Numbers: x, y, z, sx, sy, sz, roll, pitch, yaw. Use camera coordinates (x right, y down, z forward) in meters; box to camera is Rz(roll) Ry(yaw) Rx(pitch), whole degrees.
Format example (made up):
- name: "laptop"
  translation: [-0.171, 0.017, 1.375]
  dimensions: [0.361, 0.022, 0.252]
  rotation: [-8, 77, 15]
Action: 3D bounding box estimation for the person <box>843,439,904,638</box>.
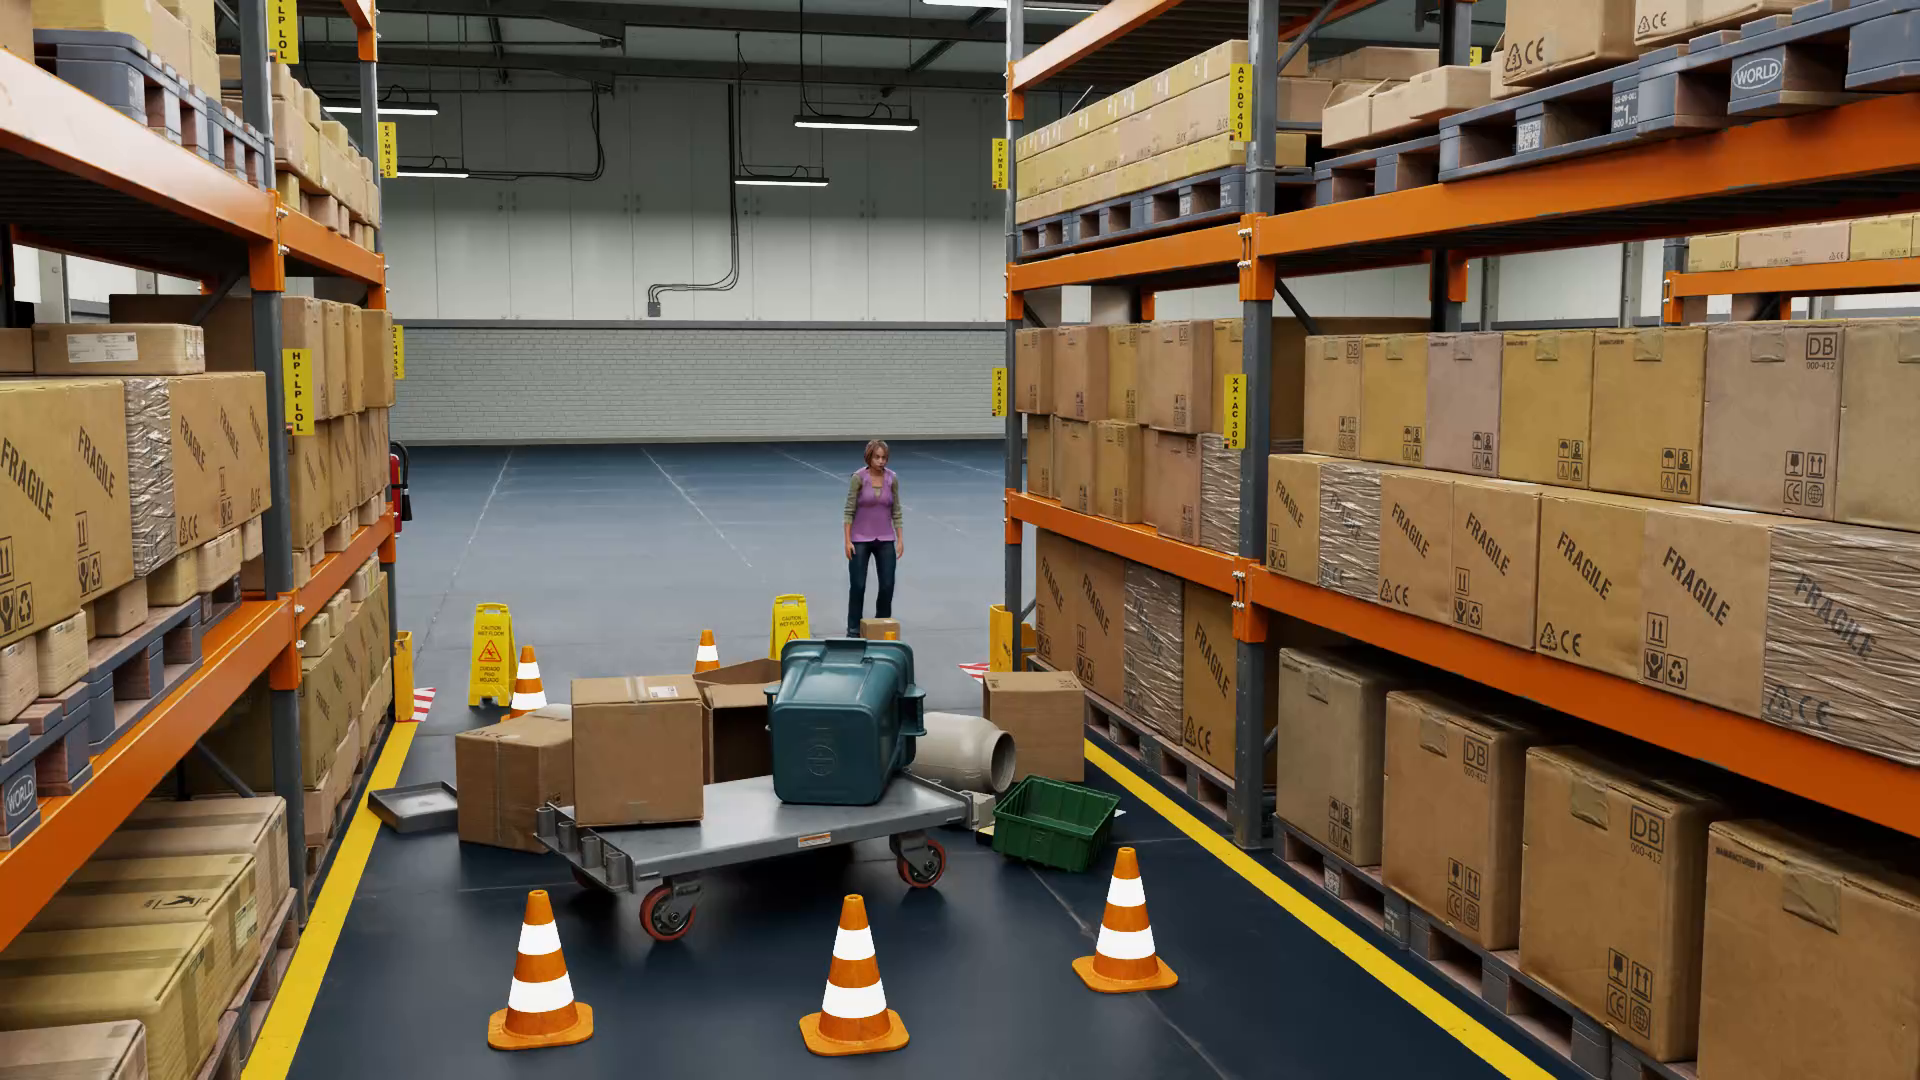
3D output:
- name: "person"
  translation: [-0.658, 0.035, 12.562]
  dimensions: [0.485, 1.593, 0.343]
  rotation: [-2, 7, -17]
